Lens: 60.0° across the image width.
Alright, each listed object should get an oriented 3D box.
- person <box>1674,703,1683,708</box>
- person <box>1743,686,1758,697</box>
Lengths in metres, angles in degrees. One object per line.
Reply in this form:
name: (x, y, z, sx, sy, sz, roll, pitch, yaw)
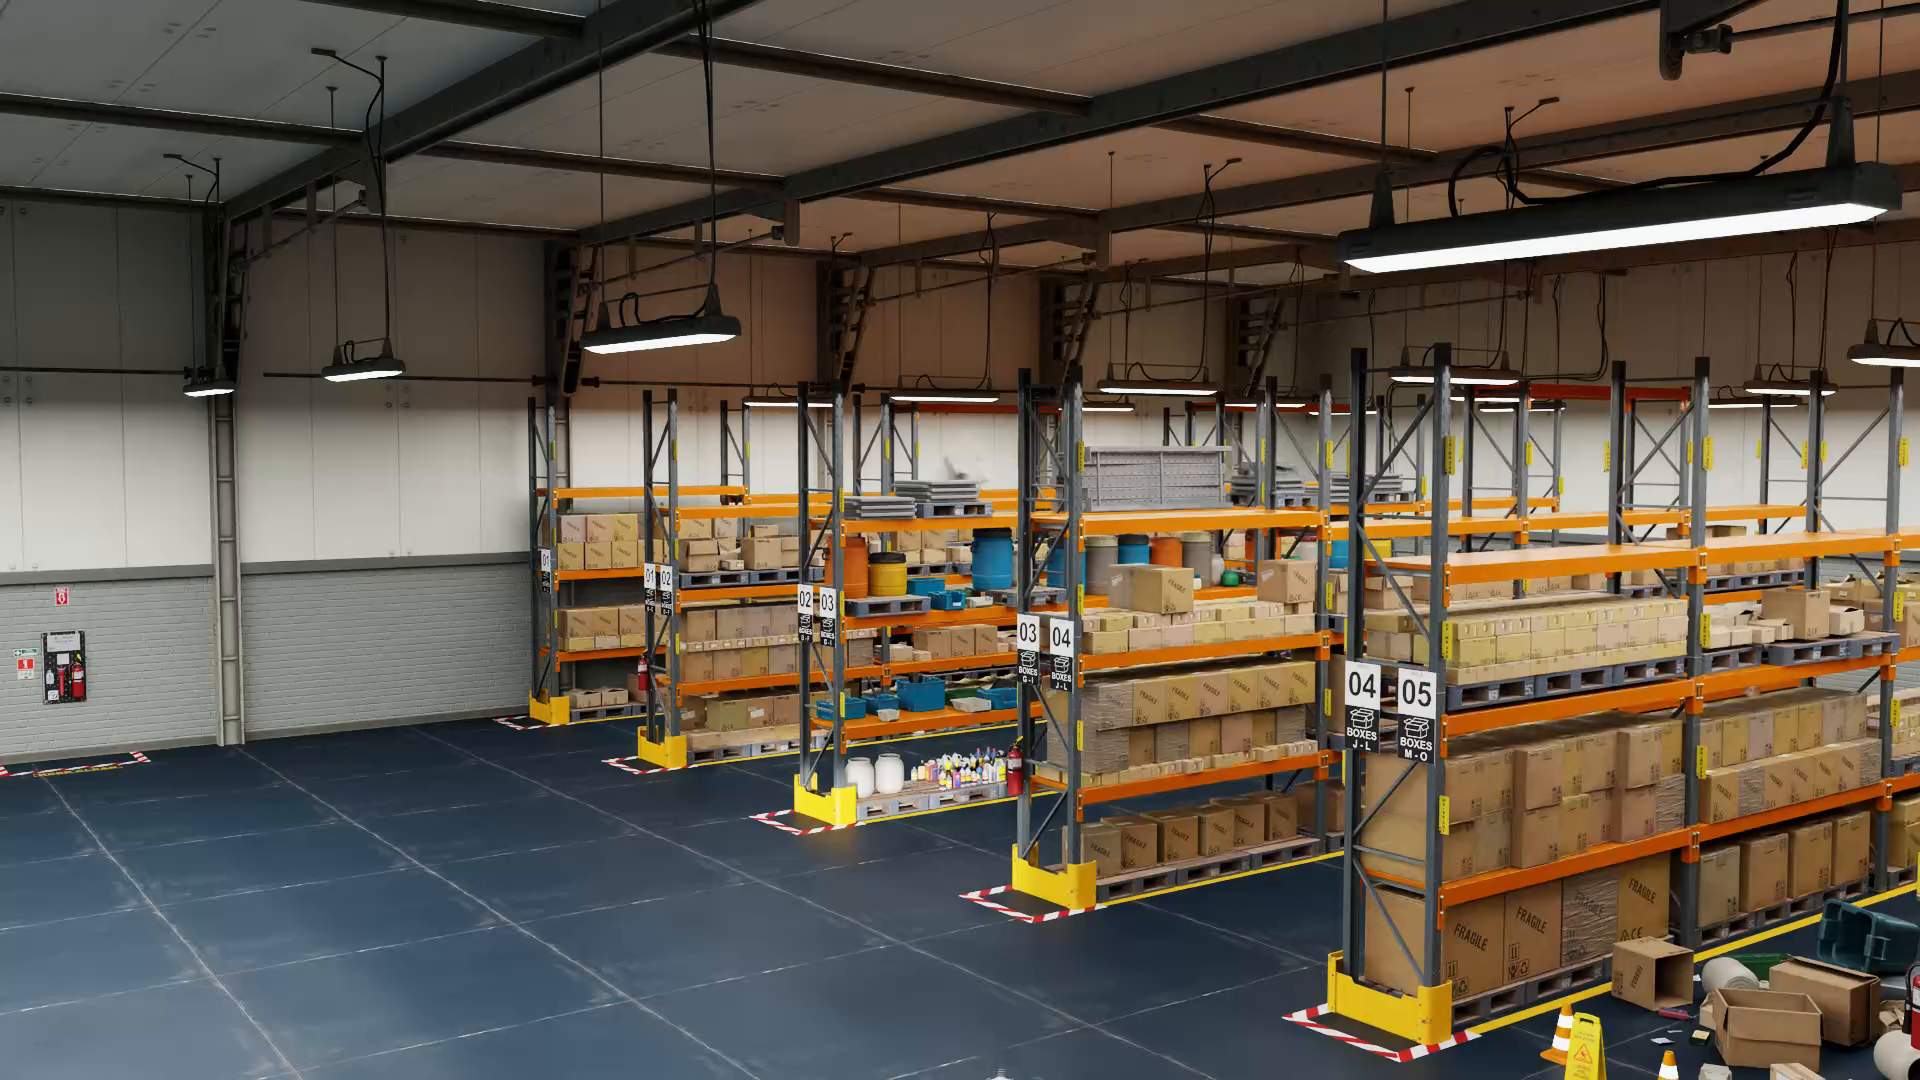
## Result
person: (9.912, 3.021, 22.906, 0.569, 1.565, 0.529, -3, 5, -42)
person: (11.340, 2.900, 23.983, 0.566, 1.681, 0.637, -3, 5, -45)
